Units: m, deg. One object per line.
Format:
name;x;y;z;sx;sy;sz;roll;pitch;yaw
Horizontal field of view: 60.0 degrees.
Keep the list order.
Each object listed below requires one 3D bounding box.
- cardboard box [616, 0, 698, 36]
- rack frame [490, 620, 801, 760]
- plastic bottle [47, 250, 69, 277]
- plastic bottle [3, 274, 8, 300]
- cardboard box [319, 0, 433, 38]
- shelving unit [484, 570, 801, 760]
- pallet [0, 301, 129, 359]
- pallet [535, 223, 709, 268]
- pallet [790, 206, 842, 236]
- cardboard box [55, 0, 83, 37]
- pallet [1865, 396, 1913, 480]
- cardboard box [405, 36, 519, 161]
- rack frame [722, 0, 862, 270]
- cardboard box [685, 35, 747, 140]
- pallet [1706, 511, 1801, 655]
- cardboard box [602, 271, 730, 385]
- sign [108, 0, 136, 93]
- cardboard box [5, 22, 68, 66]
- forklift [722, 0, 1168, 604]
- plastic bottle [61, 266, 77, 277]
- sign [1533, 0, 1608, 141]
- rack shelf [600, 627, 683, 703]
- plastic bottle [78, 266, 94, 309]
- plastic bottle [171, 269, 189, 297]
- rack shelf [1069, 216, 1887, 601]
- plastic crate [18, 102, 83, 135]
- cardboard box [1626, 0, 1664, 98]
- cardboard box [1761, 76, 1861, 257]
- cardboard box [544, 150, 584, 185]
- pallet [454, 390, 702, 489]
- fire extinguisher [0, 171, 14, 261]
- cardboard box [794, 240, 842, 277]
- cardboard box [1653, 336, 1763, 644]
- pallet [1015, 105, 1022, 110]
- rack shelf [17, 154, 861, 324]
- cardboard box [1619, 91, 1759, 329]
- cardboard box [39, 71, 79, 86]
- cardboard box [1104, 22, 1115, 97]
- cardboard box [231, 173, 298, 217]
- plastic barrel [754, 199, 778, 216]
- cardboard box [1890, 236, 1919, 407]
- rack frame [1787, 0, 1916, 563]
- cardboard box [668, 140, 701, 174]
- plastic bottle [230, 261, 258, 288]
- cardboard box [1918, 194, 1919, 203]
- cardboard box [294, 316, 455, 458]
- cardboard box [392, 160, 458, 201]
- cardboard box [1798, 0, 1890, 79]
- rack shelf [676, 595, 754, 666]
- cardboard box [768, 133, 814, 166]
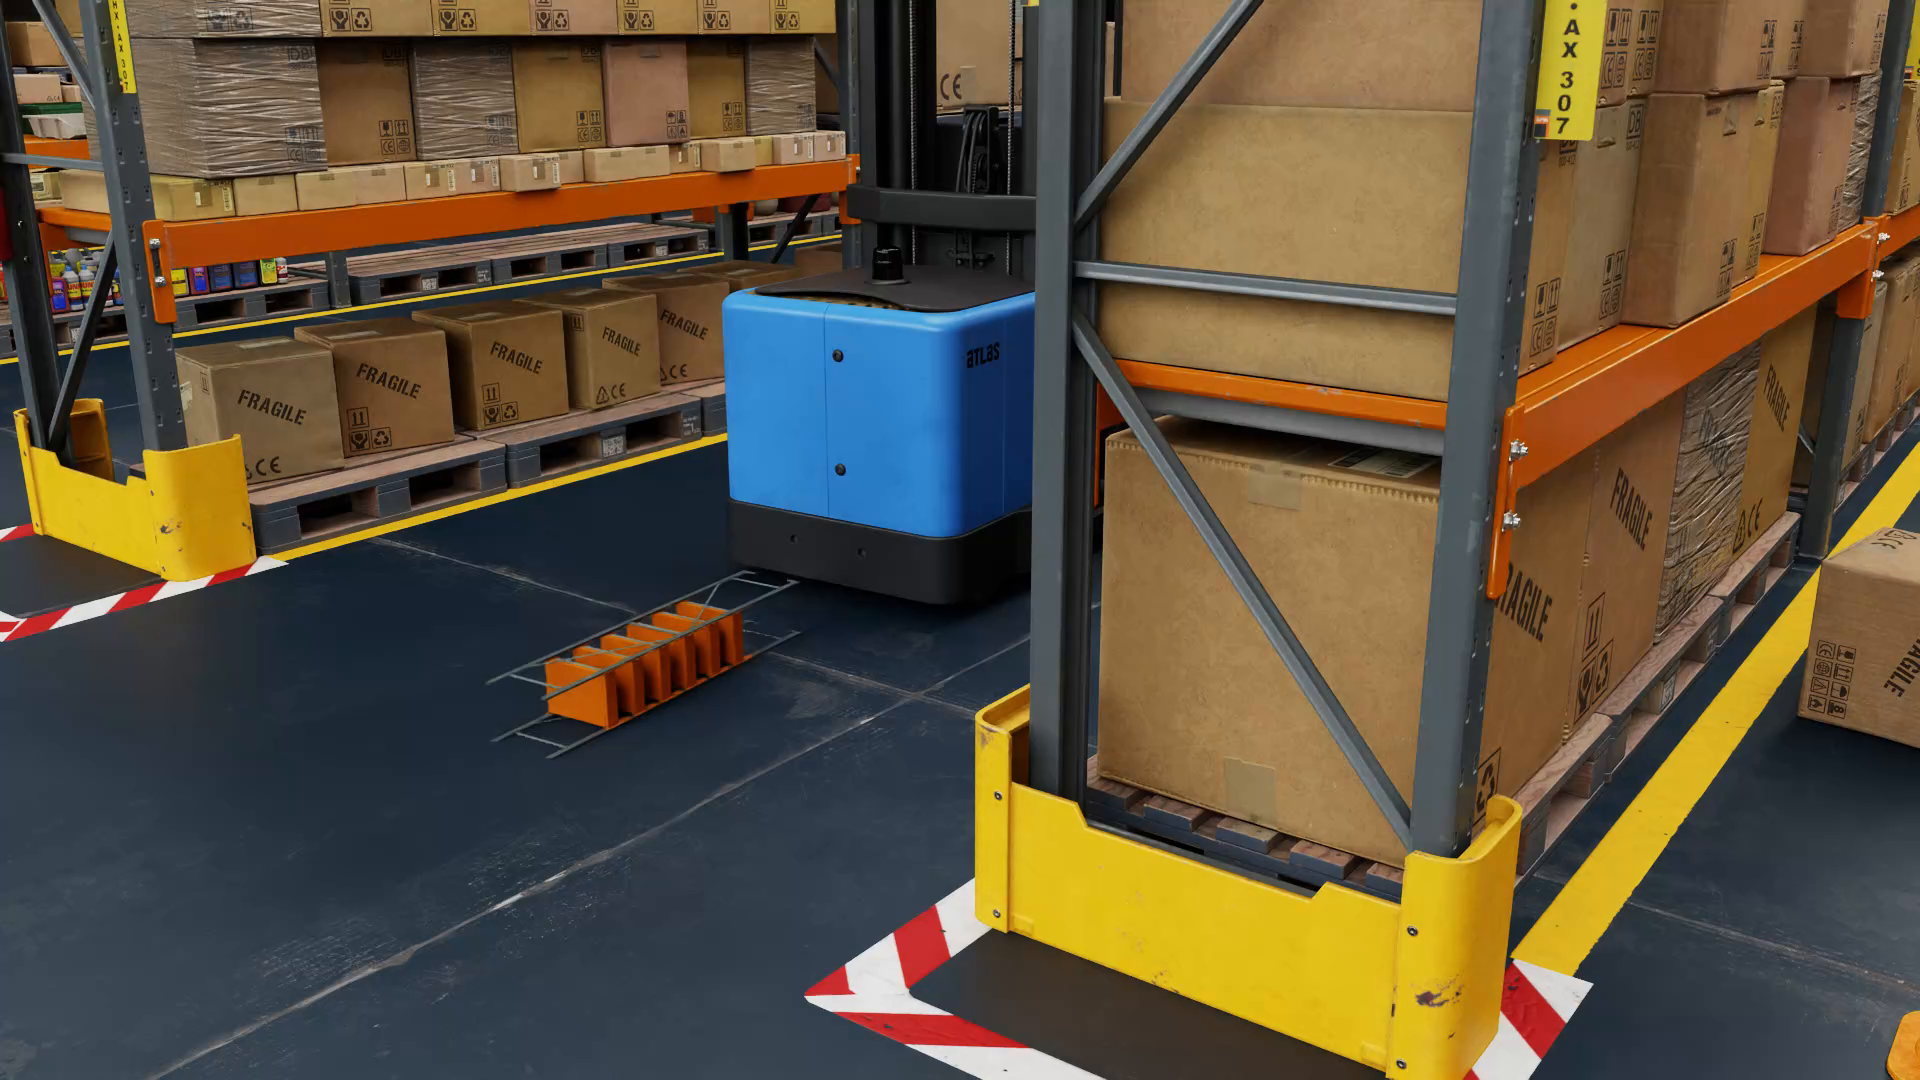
cardboard box;-1.588;-2.620;7.766;0.500;0.500;0.500;12;21;35
rack frame;-0.956;0.452;5.269;0.240;0.006;1.200;10;20;29
plastic bottle;-6.214;-1.857;11.392;0.144;0.351;0.185;13;22;37
plastic bottle;-6.306;-1.733;11.106;0.061;0.283;0.133;12;21;35
cardboard box;-2.479;-2.262;6.613;0.500;0.500;0.500;12;21;35
shelving unit;-0.956;0.365;5.242;0.258;0.189;1.200;10;20;29
pallet;-6.083;-1.446;11.043;1.003;0.211;1.213;12;21;35
pallet;-3.033;-2.665;14.970;1.003;0.211;1.213;12;21;35
pallet;-1.376;-3.327;17.102;1.003;0.211;1.213;12;21;35
cardboard box;-3.199;-2.236;6.529;0.500;0.500;0.500;12;21;35
pallet;4.104;-0.603;8.330;1.003;0.211;1.213;12;21;35
cardboard box;-2.445;-1.961;7.332;0.875;0.500;0.500;12;21;35
rack frame;-0.945;-2.346;9.242;1.000;3.000;0.127;12;21;35
cardboard box;-1.589;-2.327;8.510;0.875;0.500;0.500;12;21;35
pallet;2.462;0.053;6.217;1.003;0.211;1.213;12;21;35
cardboard box;-1.551;-1.127;8.823;0.500;0.500;0.500;-12;21;-33
sign;-2.893;-1.711;5.737;0.100;0.325;0.005;12;21;35
cardboard box;-11.079;-5.931;19.875;0.700;0.500;0.500;10;20;30
forklift;0.335;-1.557;6.814;1.130;2.935;3.031;11;20;31
plastic bottle;-6.091;-1.775;11.379;0.097;0.201;0.097;0;17;0
sign;1.037;-0.845;2.814;0.100;0.325;0.005;12;21;35
rack shelf;-0.995;0.384;5.180;0.258;0.180;0.103;10;20;29
plastic bottle;-5.712;-1.658;10.885;0.097;0.271;0.097;0;17;0
plastic bottle;-5.382;-1.840;11.335;0.144;0.351;0.185;12;21;34
rack shelf;1.786;-0.626;4.915;1.077;0.370;4.000;12;21;35
plastic crate;-5.959;-2.847;11.211;0.450;0.188;0.662;12;21;35
cardboard box;1.100;-1.309;3.829;0.875;0.550;0.550;12;21;35
cardboard box;2.458;-1.293;5.595;0.875;0.550;0.550;12;21;35
cardboard box;-1.953;-1.723;7.657;0.380;0.149;0.250;12;21;35
pallet;-2.044;-0.557;8.181;1.003;0.211;1.213;12;21;35
fire extinguisher;-3.767;-1.411;6.360;0.296;0.674;0.183;12;21;35
cardboard box;-0.562;-1.505;10.006;0.700;0.500;0.500;11;20;31
cardboard box;2.013;-0.279;5.459;0.875;0.875;0.875;13;21;35
pallet;0.291;-2.729;10.797;1.003;0.211;1.213;12;21;35
rack shelf;-2.137;-1.527;7.815;1.077;0.370;4.000;12;21;35
cardboard box;1.524;-0.907;4.355;0.875;0.550;0.550;12;21;35
cardboard box;-8.523;-4.276;15.681;0.396;0.266;0.258;12;21;33
cardboard box;0.896;-3.261;11.311;0.500;0.500;0.700;-16;24;-42
cardboard box;-2.803;-1.356;6.475;0.380;0.149;0.250;12;21;35
plastic barrel;-1.997;-3.457;16.304;0.421;0.512;0.421;0;17;0
cardboard box;4.408;-1.187;8.593;1.050;0.750;0.750;13;21;36
rack frame;2.978;-1.446;6.342;1.000;3.000;0.127;12;21;35
cardboard box;-1.505;-1.901;8.231;0.380;0.149;0.250;12;21;35
plastic bottle;-5.075;-1.962;11.730;0.144;0.351;0.185;12;21;33
cardboard box;3.808;-1.692;6.965;0.500;0.500;0.500;13;21;35
cardboard box;-2.615;-0.695;7.430;0.500;0.500;0.500;-13;22;-36
cardboard box;-2.355;-1.534;7.050;0.380;0.149;0.250;12;21;35
cardboard box;2.496;-1.800;5.408;0.875;0.550;0.550;12;21;35
rack shelf;-0.810;0.293;5.475;0.258;0.180;0.103;10;20;29
cardboard box;-0.994;-2.065;8.761;0.380;0.149;0.250;12;21;35
